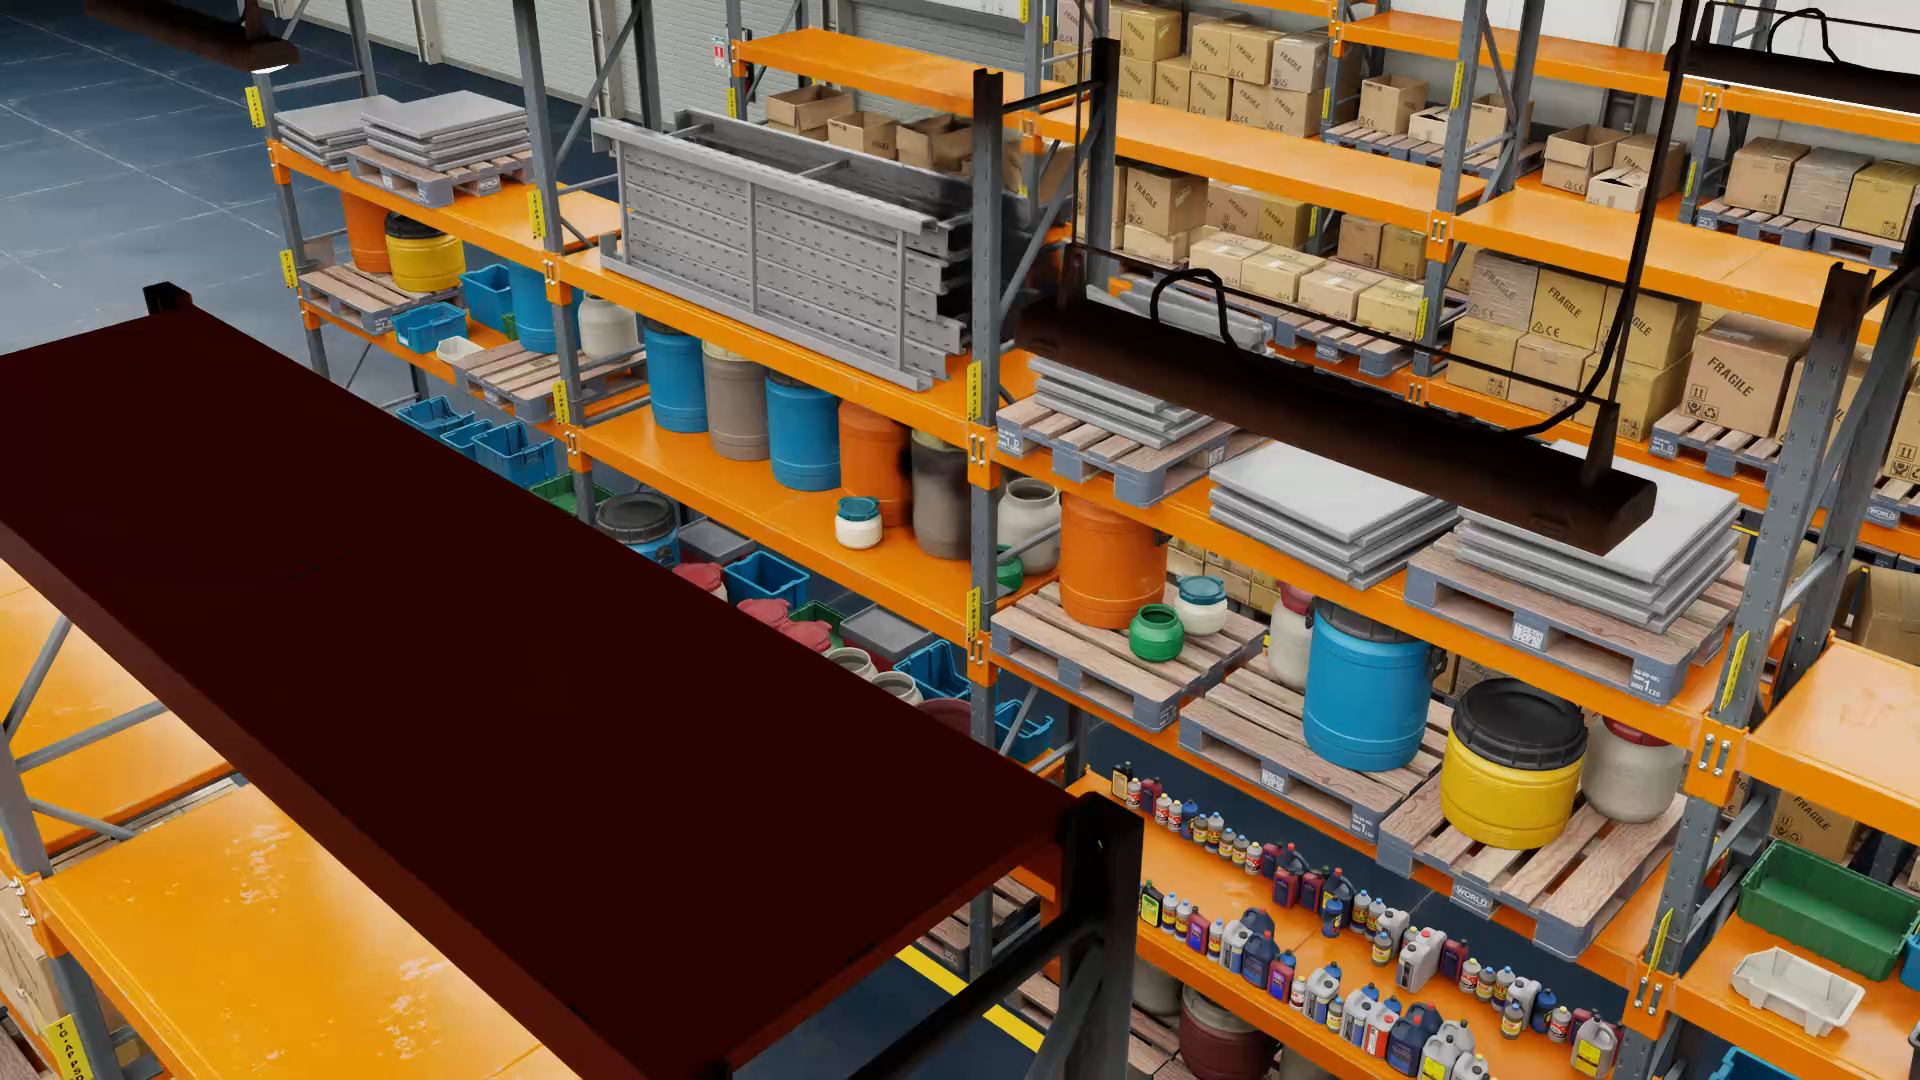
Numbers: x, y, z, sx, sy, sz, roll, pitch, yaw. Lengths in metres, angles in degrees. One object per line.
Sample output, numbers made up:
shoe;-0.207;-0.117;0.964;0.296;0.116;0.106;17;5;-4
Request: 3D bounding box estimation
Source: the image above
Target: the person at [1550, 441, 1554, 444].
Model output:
person;5.276;-0.255;14.834;0.652;1.805;0.983;-26;38;-38
